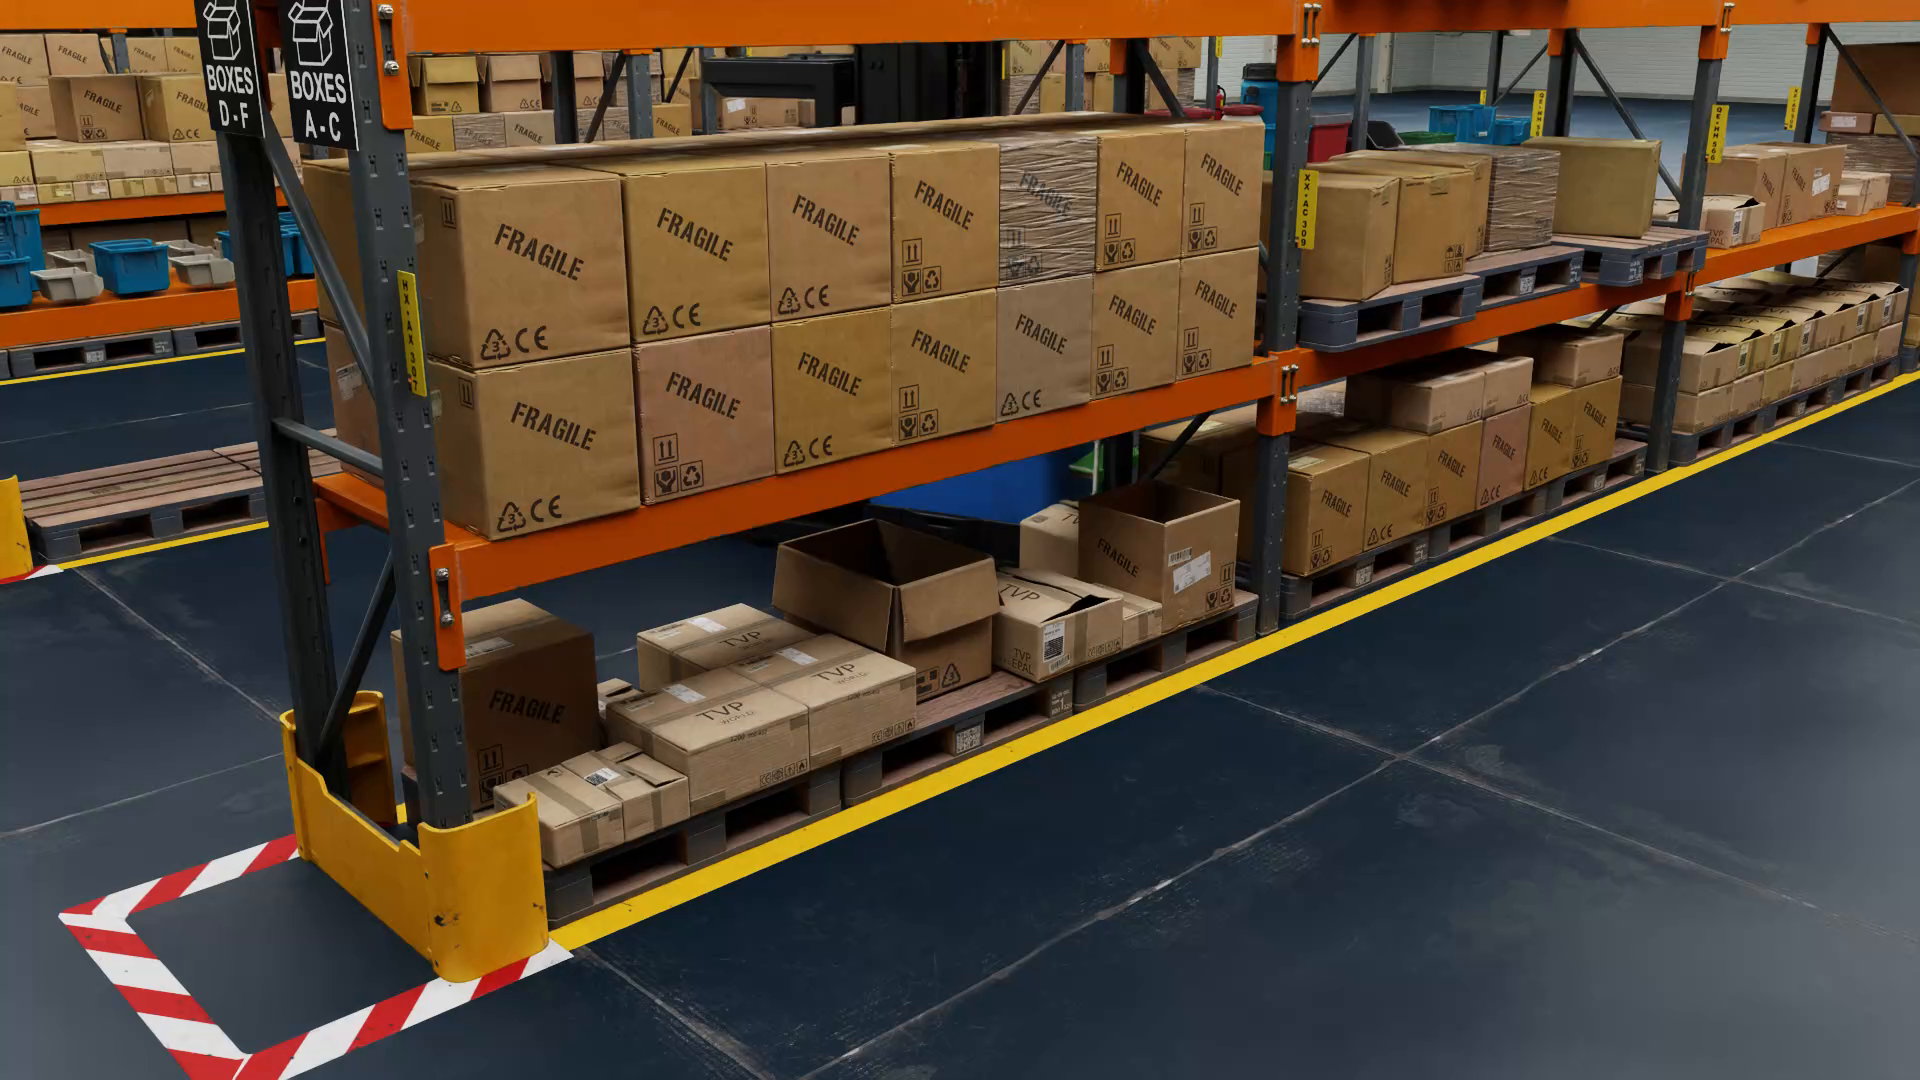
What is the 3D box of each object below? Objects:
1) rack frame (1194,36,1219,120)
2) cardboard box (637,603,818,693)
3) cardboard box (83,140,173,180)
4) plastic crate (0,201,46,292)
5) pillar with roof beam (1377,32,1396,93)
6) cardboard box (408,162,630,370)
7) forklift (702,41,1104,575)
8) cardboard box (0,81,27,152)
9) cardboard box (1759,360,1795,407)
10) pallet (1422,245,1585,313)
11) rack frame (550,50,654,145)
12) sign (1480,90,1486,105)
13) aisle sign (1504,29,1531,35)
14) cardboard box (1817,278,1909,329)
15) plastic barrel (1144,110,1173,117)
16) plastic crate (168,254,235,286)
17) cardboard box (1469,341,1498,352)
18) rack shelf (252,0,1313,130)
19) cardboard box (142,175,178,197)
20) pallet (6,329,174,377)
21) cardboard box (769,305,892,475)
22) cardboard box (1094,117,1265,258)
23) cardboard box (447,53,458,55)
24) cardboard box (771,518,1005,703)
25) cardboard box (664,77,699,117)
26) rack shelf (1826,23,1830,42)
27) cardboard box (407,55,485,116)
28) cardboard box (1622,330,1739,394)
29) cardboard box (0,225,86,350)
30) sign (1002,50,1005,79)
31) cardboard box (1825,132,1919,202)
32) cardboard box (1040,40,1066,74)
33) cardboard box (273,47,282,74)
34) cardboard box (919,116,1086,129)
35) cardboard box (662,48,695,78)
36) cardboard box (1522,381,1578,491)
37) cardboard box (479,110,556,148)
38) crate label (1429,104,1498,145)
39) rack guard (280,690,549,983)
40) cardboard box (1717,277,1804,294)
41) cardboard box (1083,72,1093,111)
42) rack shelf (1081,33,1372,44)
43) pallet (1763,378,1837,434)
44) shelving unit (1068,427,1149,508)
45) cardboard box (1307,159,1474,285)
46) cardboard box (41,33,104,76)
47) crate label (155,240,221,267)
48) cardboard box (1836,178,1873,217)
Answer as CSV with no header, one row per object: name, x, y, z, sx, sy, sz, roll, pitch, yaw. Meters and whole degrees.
rack frame,2.998,-5.867,22.216,0.127,3.000,1.000,-16,24,-41
cardboard box,-0.888,0.478,6.391,0.500,0.250,0.500,-16,24,-41
cardboard box,-6.607,-3.023,13.207,0.500,0.250,0.500,-16,24,-40
plastic crate,-5.110,-1.525,8.669,0.499,0.435,0.616,-16,24,-41
pillar with roof beam,16.407,-17.500,48.368,0.400,9.000,9.100,-16,24,-41
cardboard box,-1.321,-0.814,4.847,0.500,0.500,0.500,-15,23,-39
forklift,-0.650,-1.490,8.829,3.031,2.935,1.130,8,20,24
cardboard box,-7.358,-3.162,12.417,0.500,0.500,0.500,-17,25,-42
cardboard box,5.309,-1.106,11.309,0.500,0.250,0.500,-17,25,-42
pallet,2.578,-1.446,8.893,1.213,0.211,1.003,-16,24,-41
rack frame,-2.319,-2.214,10.950,0.127,3.000,1.000,-16,24,-41
sign,6.026,-5.013,19.133,0.005,0.325,0.100,-16,24,-41
aisle sign,6.251,-6.074,18.641,0.004,0.787,0.394,-16,24,-41
cardboard box,6.797,-1.807,12.562,0.500,0.311,0.500,-16,24,-41
plastic barrel,1.801,-3.573,14.921,0.433,0.535,0.433,0,18,0
plastic crate,-4.037,-1.441,8.896,0.298,0.136,0.250,-16,24,-41
cardboard box,3.461,-0.939,10.355,0.500,0.500,0.500,-15,23,-39
rack shelf,-0.372,-1.764,5.865,4.000,0.370,1.077,-16,24,-41
cardboard box,-6.466,-2.848,13.313,0.250,0.149,0.380,-16,24,-40
pallet,-7.215,-1.594,13.559,1.213,0.211,1.003,-16,24,-41
cardboard box,-0.583,-0.554,5.669,0.500,0.500,0.500,-16,24,-41
cardboard box,0.892,-1.461,6.845,0.500,0.500,0.500,-16,24,-41
cardboard box,-7.634,-7.266,25.207,0.500,0.500,0.500,-15,23,-39
cardboard box,-0.280,0.274,6.609,0.637,0.503,0.797,-16,24,-41
cardboard box,-3.806,-5.922,22.225,0.500,0.500,0.500,-17,24,-41
rack shelf,8.348,-4.307,13.707,4.000,0.370,1.077,-16,24,-41
cardboard box,-4.757,-4.129,15.067,0.637,0.503,0.797,-16,24,-40
cardboard box,4.570,-1.154,10.550,0.500,0.311,0.500,-15,23,-39
cardboard box,-7.557,-2.012,13.090,0.875,0.875,0.875,-16,24,-41
sign,0.475,-5.446,19.042,0.005,0.325,0.100,-16,24,-41
cardboard box,7.213,-2.941,13.031,0.500,0.500,0.700,-17,25,-42
cardboard box,0.955,-5.828,19.832,0.500,0.500,0.500,-16,24,-41
cardboard box,-9.820,-6.747,23.149,0.500,0.500,0.500,-17,25,-42
cardboard box,0.171,-1.480,6.903,0.500,0.500,0.500,17,25,42
cardboard box,-3.972,-6.459,22.260,0.500,0.500,0.700,-17,24,-42
cardboard box,3.093,-0.611,9.344,0.500,0.500,0.500,17,24,42
cardboard box,-4.115,-3.736,15.483,0.500,0.500,0.500,-16,24,-40
crate label,5.249,-4.323,17.397,0.616,0.435,0.502,-16,24,-41
rack guard,-1.770,0.917,5.345,0.348,0.500,1.175,-16,24,-41
cardboard box,6.056,-1.820,12.603,0.500,0.311,0.500,-17,24,-41
cardboard box,1.142,-5.516,20.491,0.500,0.500,0.875,-16,24,-41
rack shelf,2.041,-4.570,14.519,4.000,0.370,1.077,-16,24,-41
pallet,5.499,-1.047,11.872,1.213,0.211,1.003,-16,24,-41
shelving unit,0.708,-0.414,8.305,0.258,1.200,0.503,14,23,32
cardboard box,2.036,-1.561,8.092,0.500,0.500,0.700,-12,21,-32
cardboard box,-9.212,-4.961,17.158,0.500,0.500,0.500,17,24,42
crate label,-4.351,-1.606,9.403,0.243,0.136,0.396,-16,24,-41
cardboard box,6.382,-2.507,12.071,0.258,0.266,0.396,-17,25,-42
